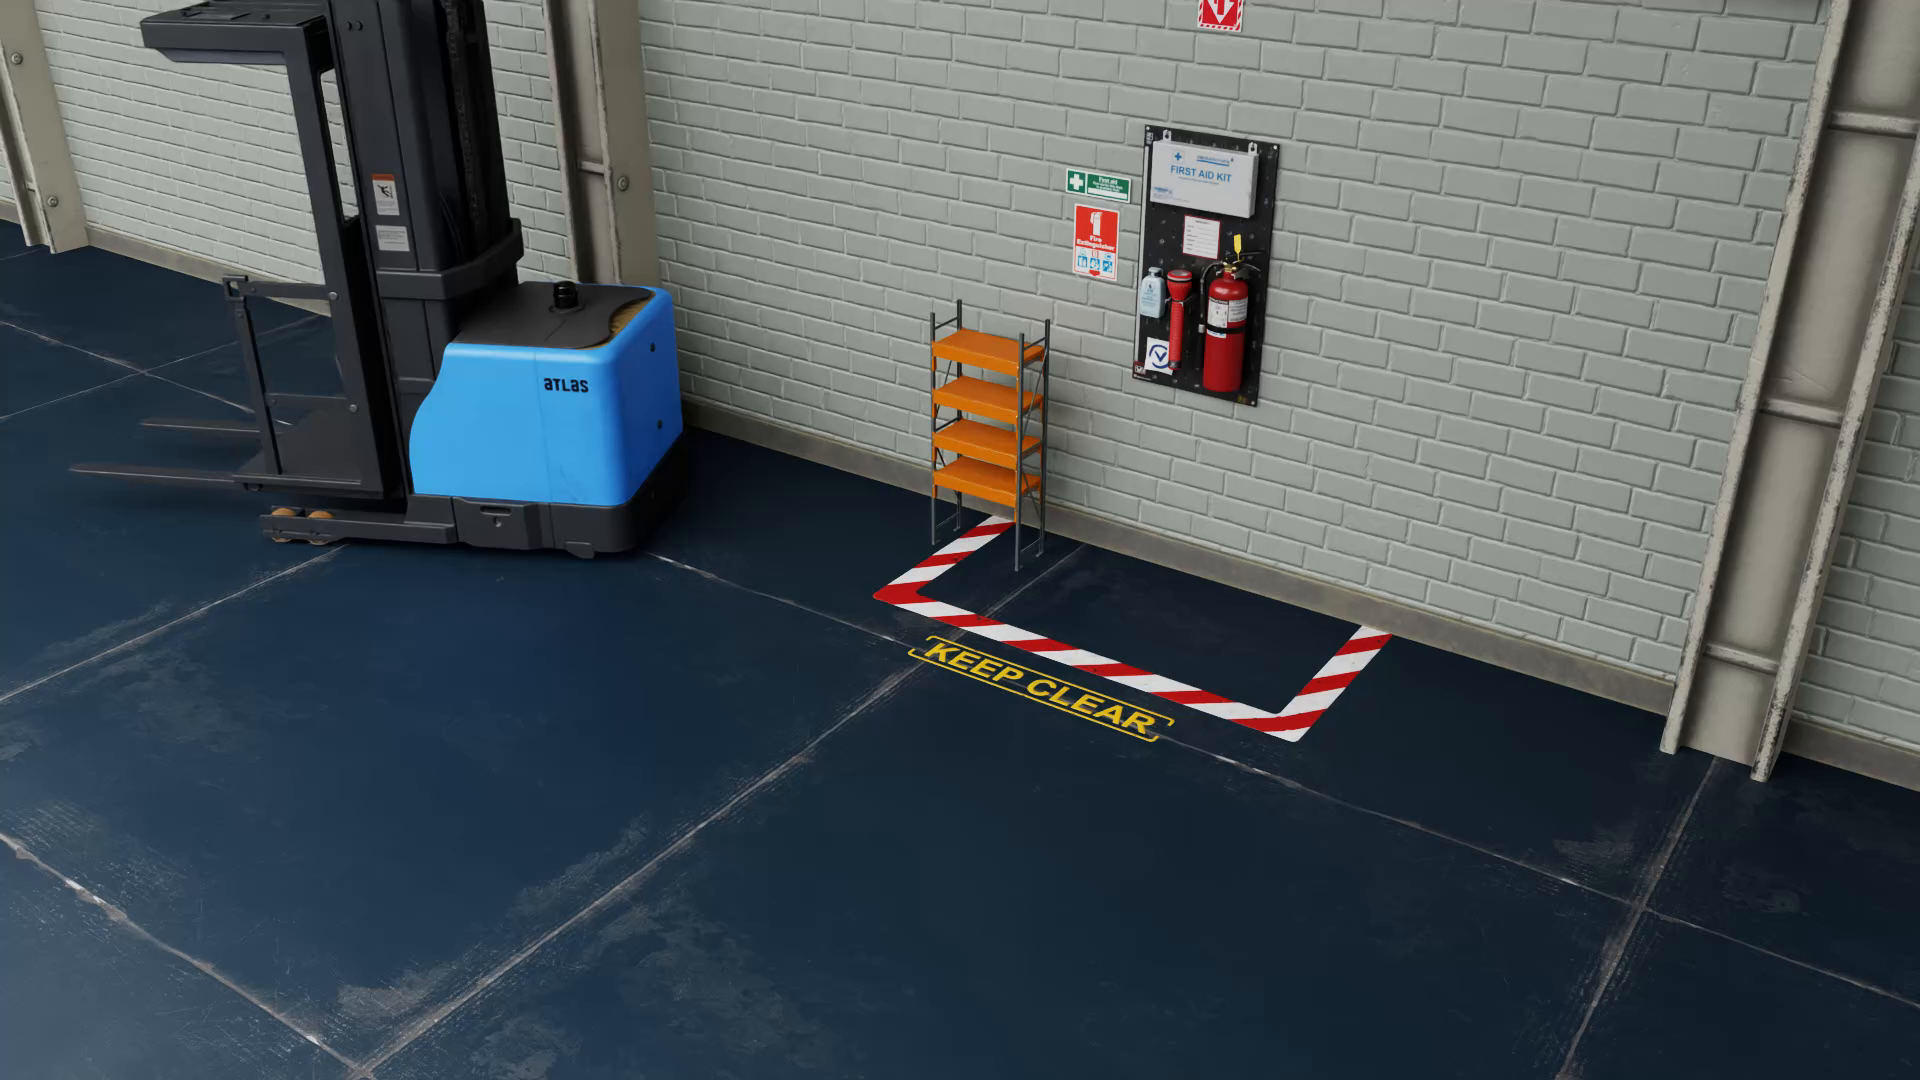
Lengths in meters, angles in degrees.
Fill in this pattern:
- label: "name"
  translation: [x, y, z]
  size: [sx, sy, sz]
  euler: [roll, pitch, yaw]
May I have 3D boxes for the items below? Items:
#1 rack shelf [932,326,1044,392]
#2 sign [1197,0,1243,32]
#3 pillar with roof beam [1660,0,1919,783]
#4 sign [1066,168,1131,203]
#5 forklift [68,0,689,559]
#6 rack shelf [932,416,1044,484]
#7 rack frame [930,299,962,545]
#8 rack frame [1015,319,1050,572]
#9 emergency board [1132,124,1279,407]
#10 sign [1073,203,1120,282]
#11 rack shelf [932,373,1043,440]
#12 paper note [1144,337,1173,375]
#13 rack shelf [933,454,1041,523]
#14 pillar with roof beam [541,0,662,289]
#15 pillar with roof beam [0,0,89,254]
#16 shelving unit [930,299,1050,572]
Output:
- label: "rack shelf"
  translation: [0.136, -0.842, 7.716]
  size: [0.480, 0.148, 0.258]
  euler: [17, 32, 30]
- label: "sign"
  translation: [1.064, -2.229, 6.768]
  size: [0.199, 0.298, 0.001]
  euler: [17, 32, 30]
- label: "pillar with roof beam"
  translation: [0.592, -1.572, 1.418]
  size: [0.400, 9.000, 9.100]
  euler: [17, 32, 30]
- label: "sign"
  translation: [0.616, -1.585, 7.434]
  size: [0.331, 0.109, 0.001]
  euler: [17, 32, 30]
- label: "forklift"
  translation: [-2.995, -1.512, 7.990]
  size: [3.031, 2.935, 1.130]
  euler: [4, 27, 8]
- label: "rack shelf"
  translation: [0.136, -0.432, 7.925]
  size: [0.480, 0.148, 0.258]
  euler: [17, 32, 30]
- label: "rack frame"
  translation: [-0.065, -0.555, 8.018]
  size: [0.015, 1.200, 0.240]
  euler: [17, 32, 30]
- label: "rack frame"
  translation: [0.338, -0.430, 7.771]
  size: [0.015, 1.200, 0.240]
  euler: [17, 32, 30]
- label: "emergency board"
  translation: [1.014, -1.157, 7.216]
  size: [0.643, 1.169, 0.194]
  euler: [17, 32, 30]
- label: "sign"
  translation: [0.617, -1.353, 7.563]
  size: [0.234, 0.329, 0.001]
  euler: [17, 32, 30]
- label: "rack shelf"
  translation: [0.136, -0.632, 7.823]
  size: [0.480, 0.148, 0.258]
  euler: [17, 32, 30]
- label: "paper note"
  translation: [0.908, -0.836, 7.556]
  size: [0.142, 0.148, 0.016]
  euler: [17, 32, 30]
- label: "rack shelf"
  translation: [0.136, -0.255, 8.015]
  size: [0.480, 0.148, 0.258]
  euler: [17, 32, 30]
- label: "pillar with roof beam"
  translation: [-4.353, -3.113, 4.446]
  size: [0.400, 9.000, 9.100]
  euler: [17, 32, 30]
- label: "pillar with roof beam"
  translation: [-9.299, -4.654, 7.473]
  size: [0.400, 9.000, 9.100]
  euler: [17, 32, 30]
- label: "shelving unit"
  translation: [0.136, -0.492, 7.894]
  size: [0.503, 1.200, 0.258]
  euler: [17, 32, 30]
